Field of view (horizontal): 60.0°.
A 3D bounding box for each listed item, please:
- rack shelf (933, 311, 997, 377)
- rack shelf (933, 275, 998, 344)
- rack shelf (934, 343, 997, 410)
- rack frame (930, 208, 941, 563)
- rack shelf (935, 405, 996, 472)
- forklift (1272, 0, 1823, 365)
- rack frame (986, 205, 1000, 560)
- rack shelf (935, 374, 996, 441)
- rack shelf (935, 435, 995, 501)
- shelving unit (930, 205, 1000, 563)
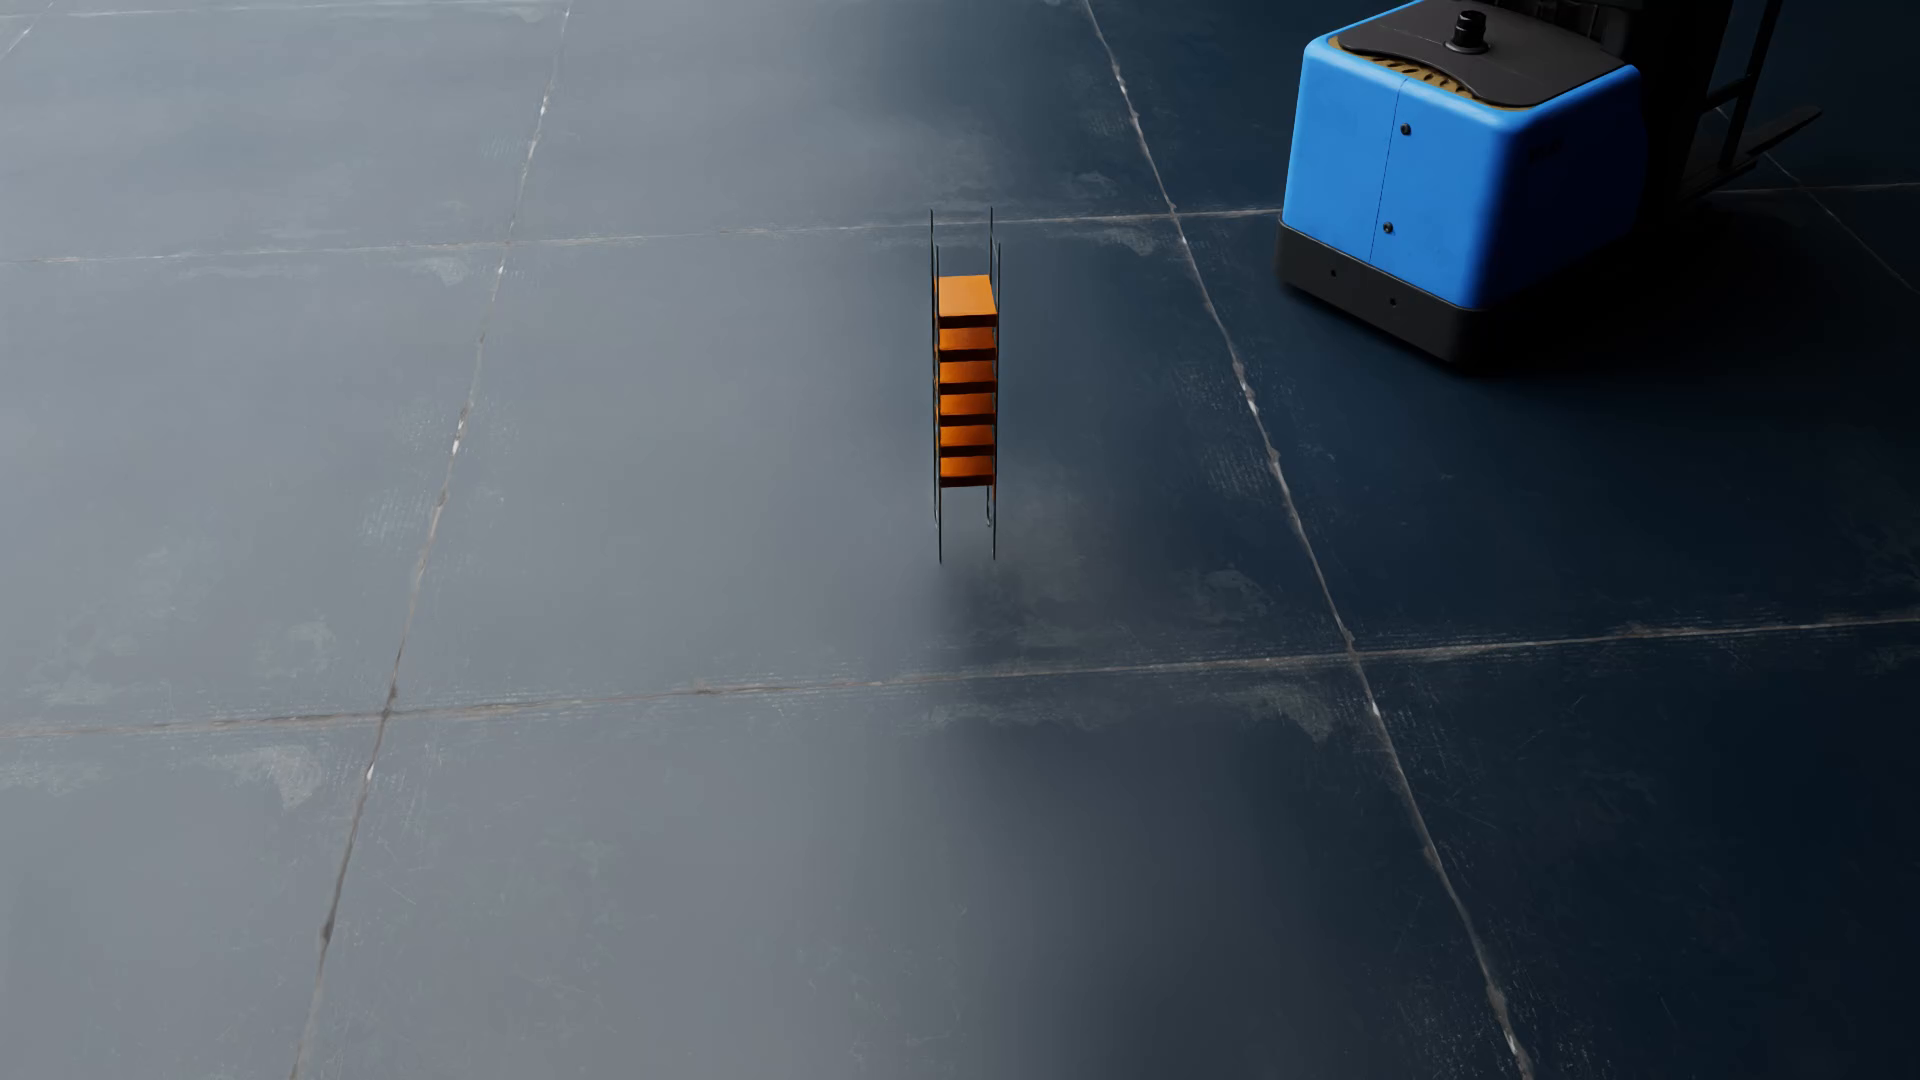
[{"bbox_3d":[0.014,-0.625,5.228,0.180,0.103,0.258,-3,38,-4],"label":"rack shelf"},{"bbox_3d":[0.014,-0.720,5.154,0.180,0.103,0.258,-3,38,-4],"label":"rack shelf"},{"bbox_3d":[0.014,-0.531,5.302,0.180,0.103,0.258,-3,38,-4],"label":"rack shelf"},{"bbox_3d":[-0.077,-0.467,5.343,0.006,1.200,0.240,-3,38,-4],"label":"rack frame"},{"bbox_3d":[0.014,-0.343,5.451,0.180,0.103,0.258,-3,38,-4],"label":"rack shelf"},{"bbox_3d":[2.775,-2.601,6.650,3.031,2.935,1.130,-28,46,-30],"label":"forklift"},{"bbox_3d":[0.106,-0.477,5.355,0.006,1.200,0.240,-3,38,-4],"label":"rack frame"},{"bbox_3d":[0.014,-0.437,5.377,0.180,0.103,0.258,-3,38,-4],"label":"rack shelf"},{"bbox_3d":[0.014,-0.249,5.525,0.180,0.103,0.258,-3,38,-4],"label":"rack shelf"},{"bbox_3d":[0.014,-0.472,5.349,0.189,1.200,0.258,-3,38,-4],"label":"shelving unit"}]
